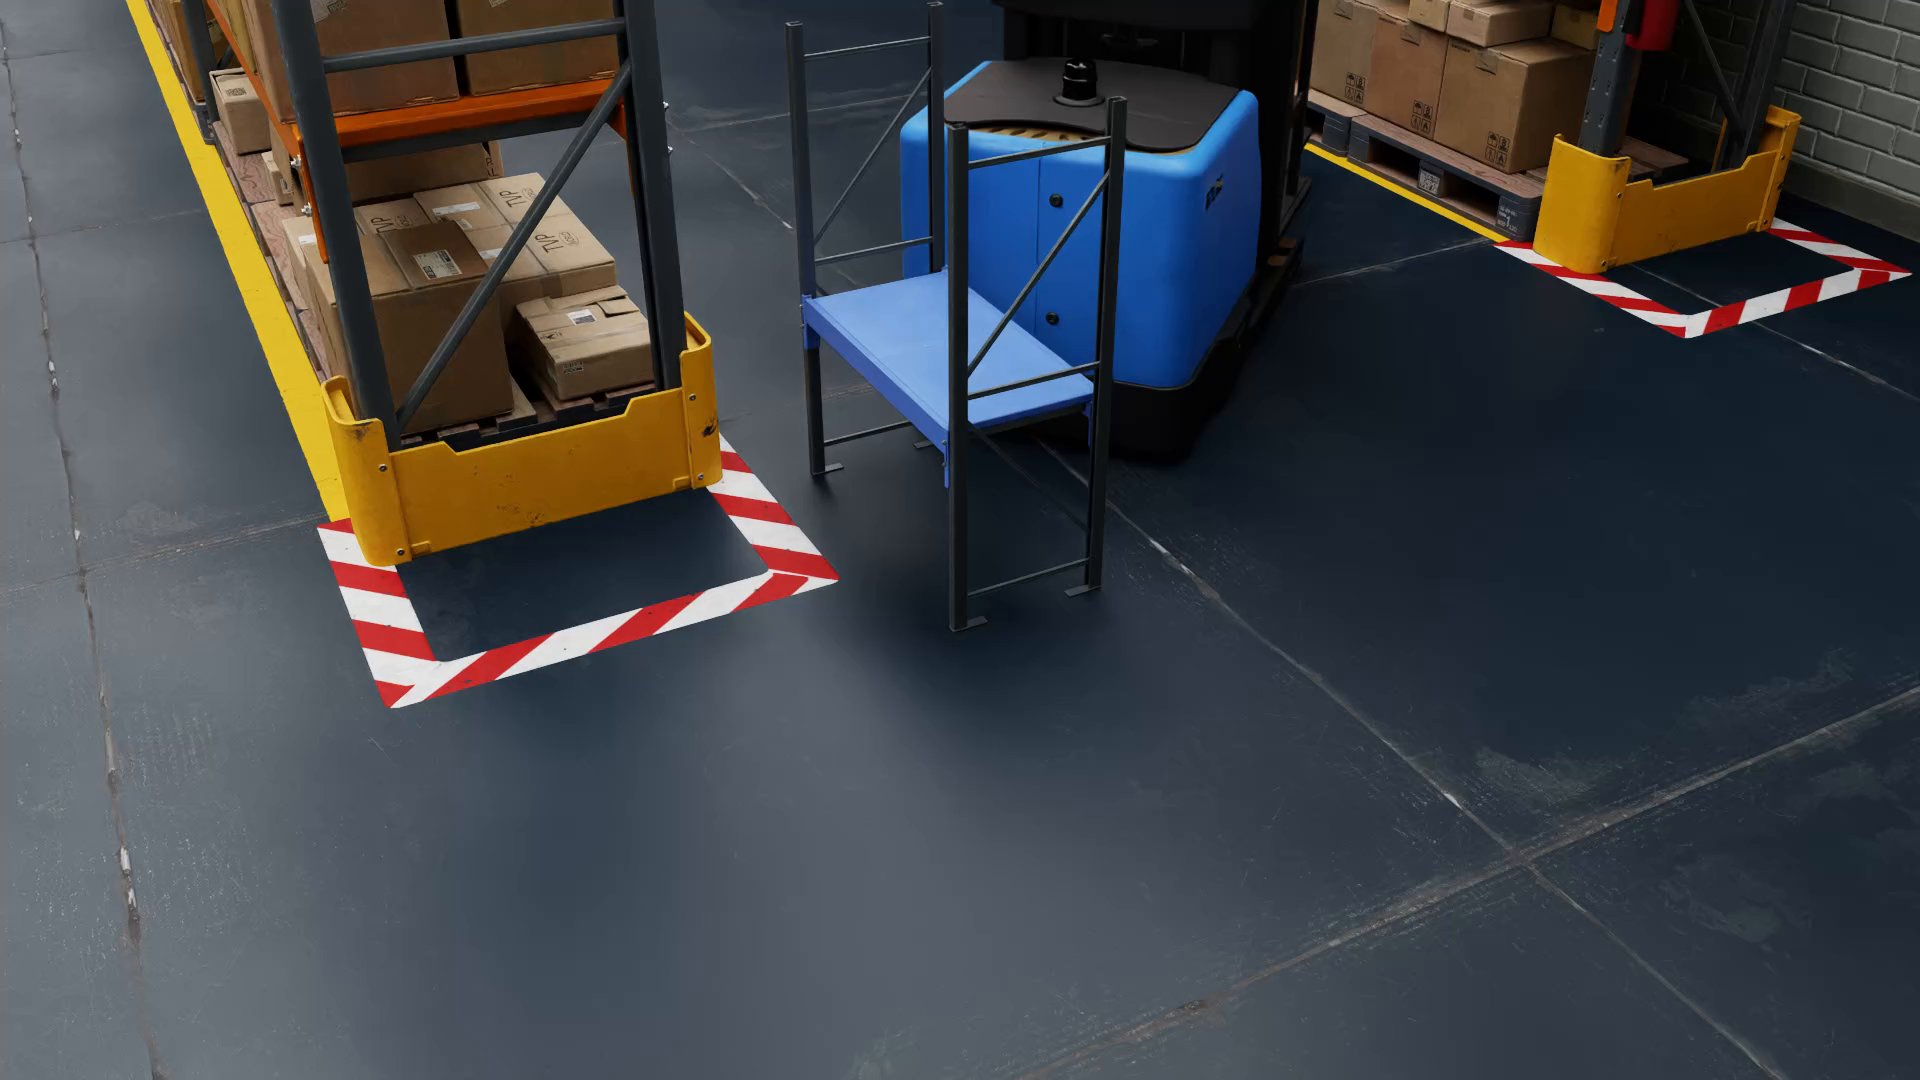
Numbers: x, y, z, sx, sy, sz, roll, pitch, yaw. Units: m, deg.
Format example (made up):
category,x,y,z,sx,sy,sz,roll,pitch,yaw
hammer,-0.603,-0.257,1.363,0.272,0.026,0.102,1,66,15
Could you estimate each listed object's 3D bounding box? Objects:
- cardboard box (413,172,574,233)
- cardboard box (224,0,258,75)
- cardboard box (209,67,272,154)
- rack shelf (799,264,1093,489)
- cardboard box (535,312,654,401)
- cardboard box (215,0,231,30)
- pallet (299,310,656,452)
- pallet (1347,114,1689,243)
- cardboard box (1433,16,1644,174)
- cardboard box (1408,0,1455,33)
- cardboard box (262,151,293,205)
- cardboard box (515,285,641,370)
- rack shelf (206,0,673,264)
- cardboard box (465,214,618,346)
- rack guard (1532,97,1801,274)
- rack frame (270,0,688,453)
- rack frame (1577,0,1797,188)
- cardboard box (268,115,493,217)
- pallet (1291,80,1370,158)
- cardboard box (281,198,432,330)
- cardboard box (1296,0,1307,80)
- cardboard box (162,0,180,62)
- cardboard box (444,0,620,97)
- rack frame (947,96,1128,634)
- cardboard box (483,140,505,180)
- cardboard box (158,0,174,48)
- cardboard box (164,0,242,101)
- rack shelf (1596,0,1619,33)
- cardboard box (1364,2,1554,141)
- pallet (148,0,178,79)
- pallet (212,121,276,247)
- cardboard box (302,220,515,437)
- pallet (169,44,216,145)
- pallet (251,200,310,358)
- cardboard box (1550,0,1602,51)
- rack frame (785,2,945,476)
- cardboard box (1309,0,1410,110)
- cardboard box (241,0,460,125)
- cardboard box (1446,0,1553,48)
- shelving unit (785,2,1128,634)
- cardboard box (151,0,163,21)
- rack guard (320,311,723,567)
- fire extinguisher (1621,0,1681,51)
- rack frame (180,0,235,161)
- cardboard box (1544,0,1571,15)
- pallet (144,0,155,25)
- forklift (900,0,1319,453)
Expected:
category,x,y,z,sx,sy,sz,roll,pitch,yaw
cardboard box,-1.804,-1.196,6.477,0.500,0.250,0.500,-16,36,-23
cardboard box,-2.030,-1.794,5.177,0.500,0.500,0.500,-16,36,-23
cardboard box,-3.196,-2.067,7.781,0.500,0.311,0.500,-16,36,-23
rack shelf,-0.040,-0.521,5.006,0.538,0.185,1.000,-16,36,-23
cardboard box,-1.226,-0.631,5.690,0.380,0.149,0.250,-16,36,-23
cardboard box,-2.257,-2.034,5.551,0.500,0.500,0.500,-16,36,-23
pallet,-1.743,-0.602,5.995,1.003,0.211,1.213,-16,36,-23
pallet,2.604,-1.796,7.857,1.003,0.211,1.213,-16,36,-23
cardboard box,2.631,-2.041,7.583,0.700,0.500,0.500,-16,36,-23
cardboard box,2.290,-2.452,7.622,0.380,0.149,0.250,-15,36,-22
cardboard box,-2.783,-1.596,7.180,0.380,0.166,0.250,-16,36,-23
cardboard box,-1.343,-0.758,5.871,0.380,0.166,0.250,-16,36,-23
rack shelf,-2.267,-2.012,6.276,1.077,0.370,4.000,-16,36,-23
cardboard box,-1.571,-0.957,6.104,0.500,0.250,0.500,-16,36,-23
rack guard,3.057,-1.544,7.196,1.175,0.500,0.348,-16,36,-23
rack frame,-1.335,-1.360,4.592,1.000,3.000,0.127,-16,36,-23
rack frame,3.046,-2.608,6.540,1.000,3.000,0.127,-16,36,-23
cardboard box,-2.319,-1.508,6.729,0.797,0.503,0.637,-16,36,-23
pallet,2.039,-2.377,8.765,1.003,0.211,1.213,-16,36,-23
cardboard box,-2.223,-1.046,6.243,0.500,0.250,0.500,-16,36,-23
cardboard box,1.907,-2.772,8.725,0.700,0.500,0.500,-15,36,-22
cardboard box,-3.907,-2.803,8.754,0.500,0.500,0.500,-16,36,-23
cardboard box,-1.309,-1.680,5.000,0.500,0.500,0.500,-15,36,-22
rack frame,0.197,-0.430,4.530,0.500,1.500,0.032,-16,36,-23
cardboard box,-2.334,-1.764,7.307,0.500,0.311,0.500,-16,36,-23
cardboard box,-4.140,-3.043,9.128,0.500,0.500,0.500,-15,36,-23
cardboard box,-3.684,-2.565,8.383,0.500,0.500,0.500,-16,36,-23
rack shelf,2.113,-3.259,8.224,1.077,0.370,4.000,-16,36,-23
cardboard box,2.397,-2.280,7.956,0.700,0.500,0.500,-16,36,-23
pallet,-4.185,-3.057,9.825,1.003,0.211,1.213,-16,36,-23
pallet,-2.881,-1.767,7.812,1.003,0.211,1.213,-16,36,-23
cardboard box,-1.806,-0.690,5.456,0.500,0.500,0.500,-16,36,-23
pallet,-3.613,-2.474,8.915,1.003,0.211,1.213,-16,36,-23
pallet,-2.308,-1.184,6.902,1.003,0.211,1.213,-16,36,-23
cardboard box,2.866,-2.305,7.394,0.380,0.149,0.250,-16,36,-23
rack frame,-0.277,-0.915,5.288,0.500,1.500,0.032,-16,36,-23
cardboard box,2.162,-2.520,8.330,0.700,0.500,0.500,-17,36,-25
cardboard box,-1.785,-1.548,4.792,0.500,0.500,0.500,-15,35,-22
cardboard box,2.410,-2.330,7.432,0.380,0.149,0.250,-16,36,-24
shelving unit,-0.040,-0.672,4.909,0.538,1.500,1.048,-16,36,-23
cardboard box,-4.379,-3.285,9.506,0.500,0.500,0.500,-17,36,-25
rack guard,-1.370,-0.344,5.323,1.175,0.500,0.348,-16,36,-23
fire extinguisher,2.708,-2.230,6.368,0.296,0.674,0.183,-16,36,-23
rack frame,-3.200,-3.269,7.572,1.000,3.000,0.127,-16,36,-23
cardboard box,2.629,-2.546,7.771,0.380,0.149,0.250,-16,36,-23
pallet,-4.750,-3.638,10.733,1.003,0.211,1.213,-16,36,-23
forklift,0.797,-2.310,6.138,1.130,2.935,3.031,12,35,18
